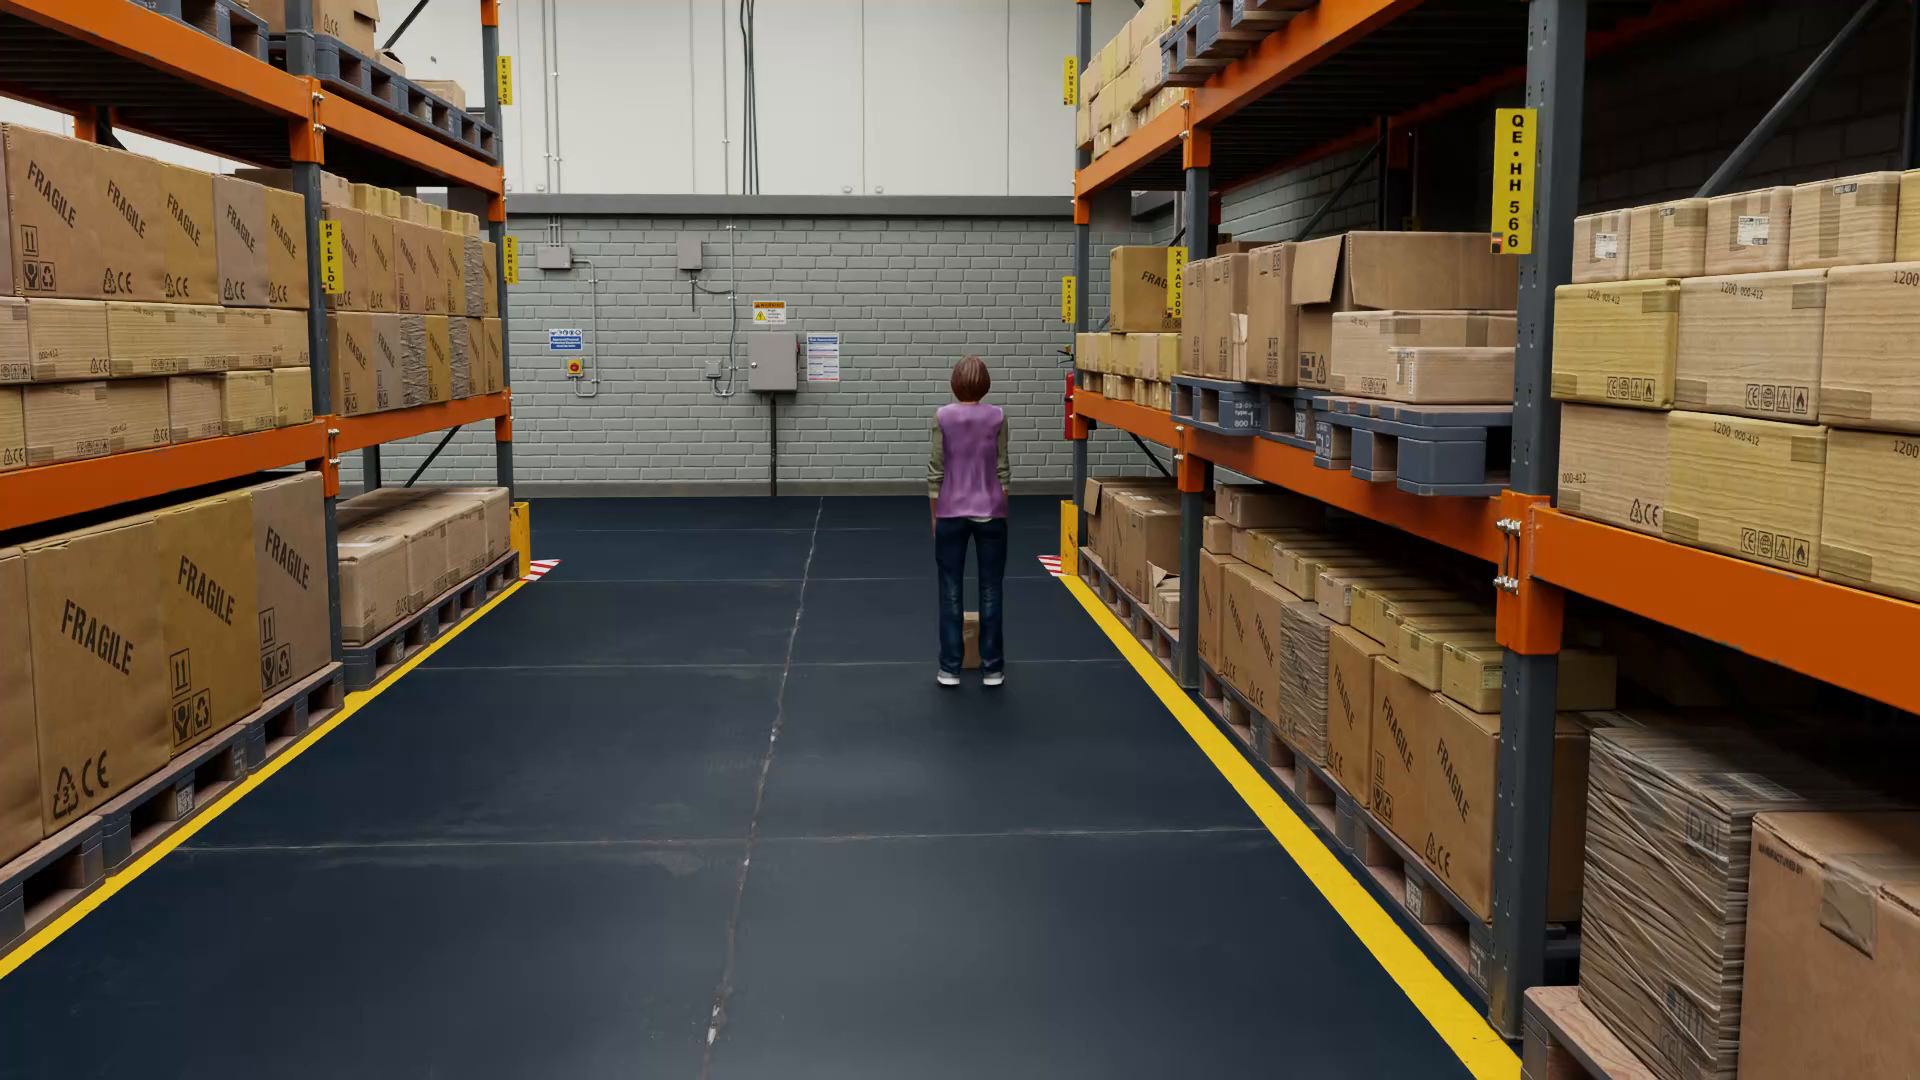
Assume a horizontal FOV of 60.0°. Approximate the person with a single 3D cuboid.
[{"bbox_3d":[0.041,-0.091,8.036,0.405,1.600,0.310,0,7,0],"label":"person"}]
